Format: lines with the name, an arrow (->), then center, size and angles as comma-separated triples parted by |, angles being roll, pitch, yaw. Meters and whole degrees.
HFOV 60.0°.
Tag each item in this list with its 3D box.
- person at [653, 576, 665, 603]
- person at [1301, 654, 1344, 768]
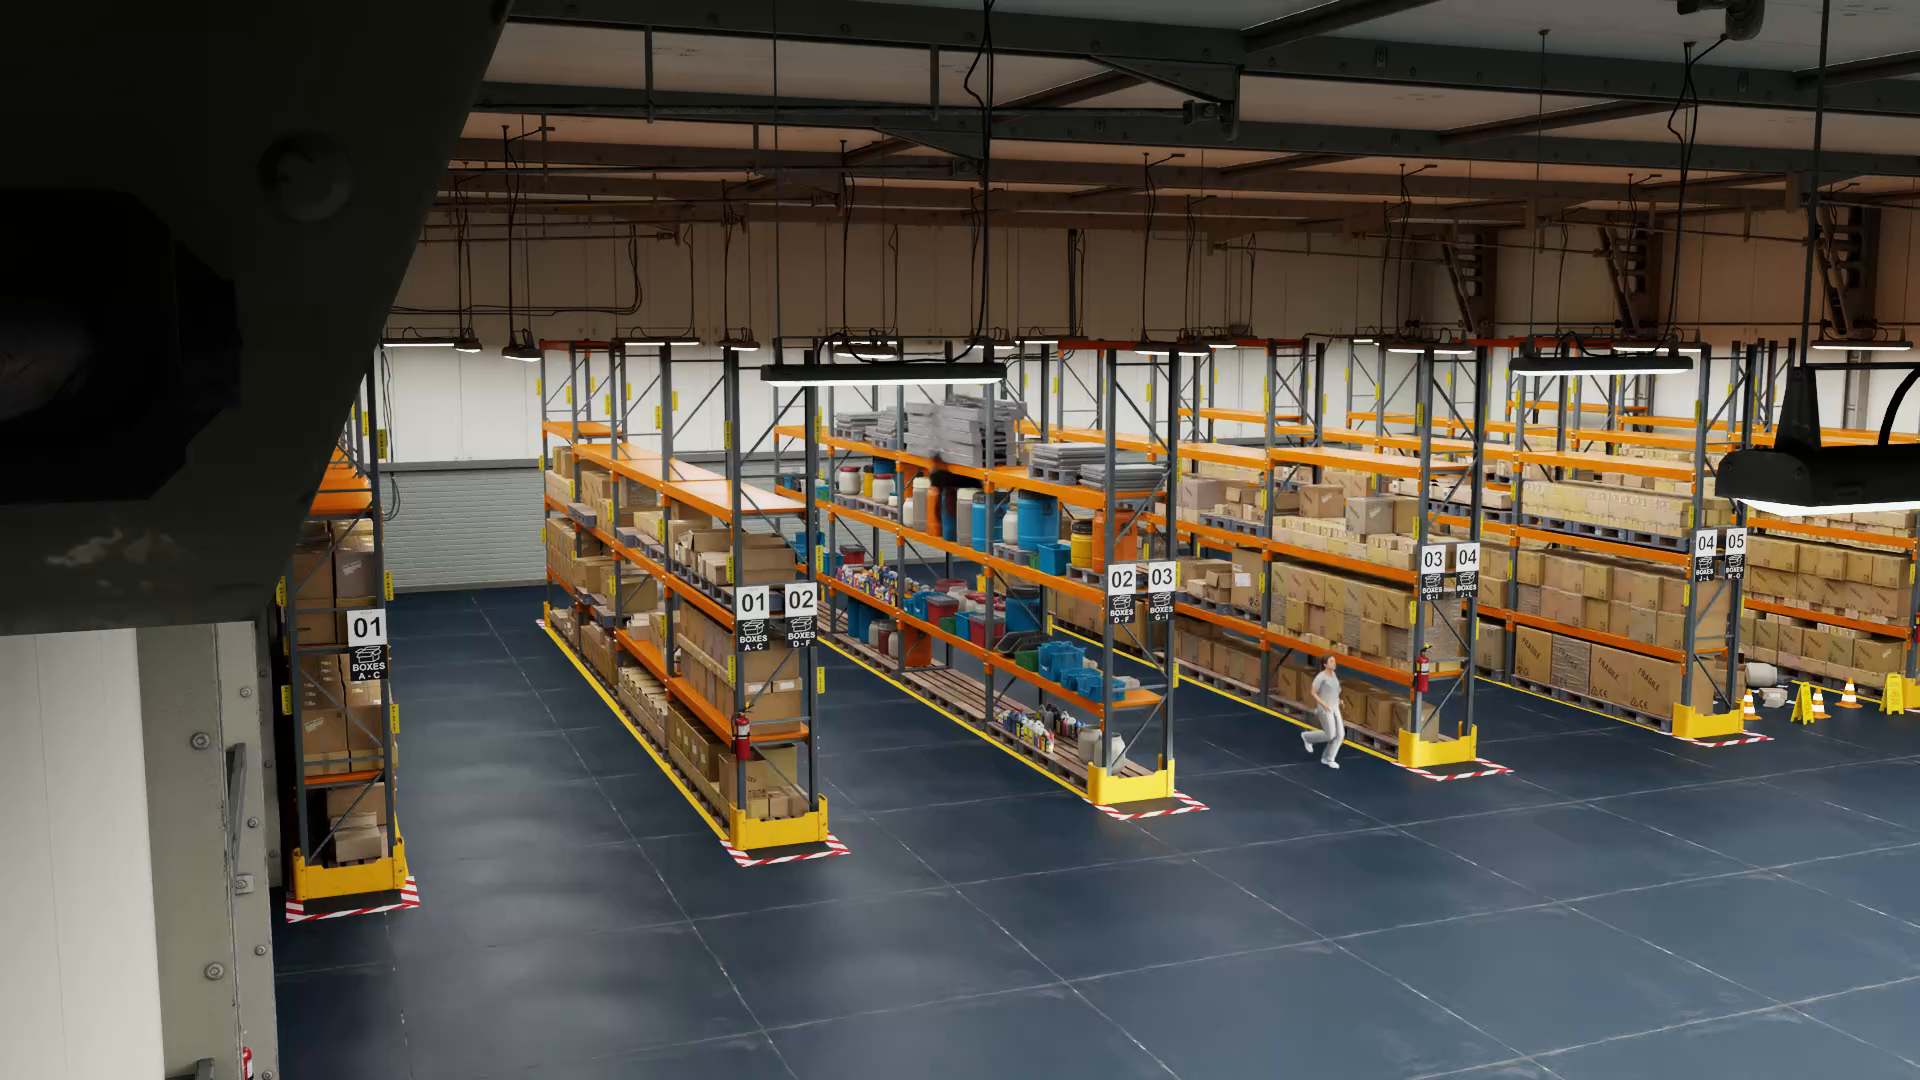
person -> -6.666, 0.830, 35.836 | 0.705, 1.715, 0.745 | 3, 8, 21
person -> 5.244, 2.435, 23.946 | 0.573, 1.640, 0.624 | -6, 10, -40
